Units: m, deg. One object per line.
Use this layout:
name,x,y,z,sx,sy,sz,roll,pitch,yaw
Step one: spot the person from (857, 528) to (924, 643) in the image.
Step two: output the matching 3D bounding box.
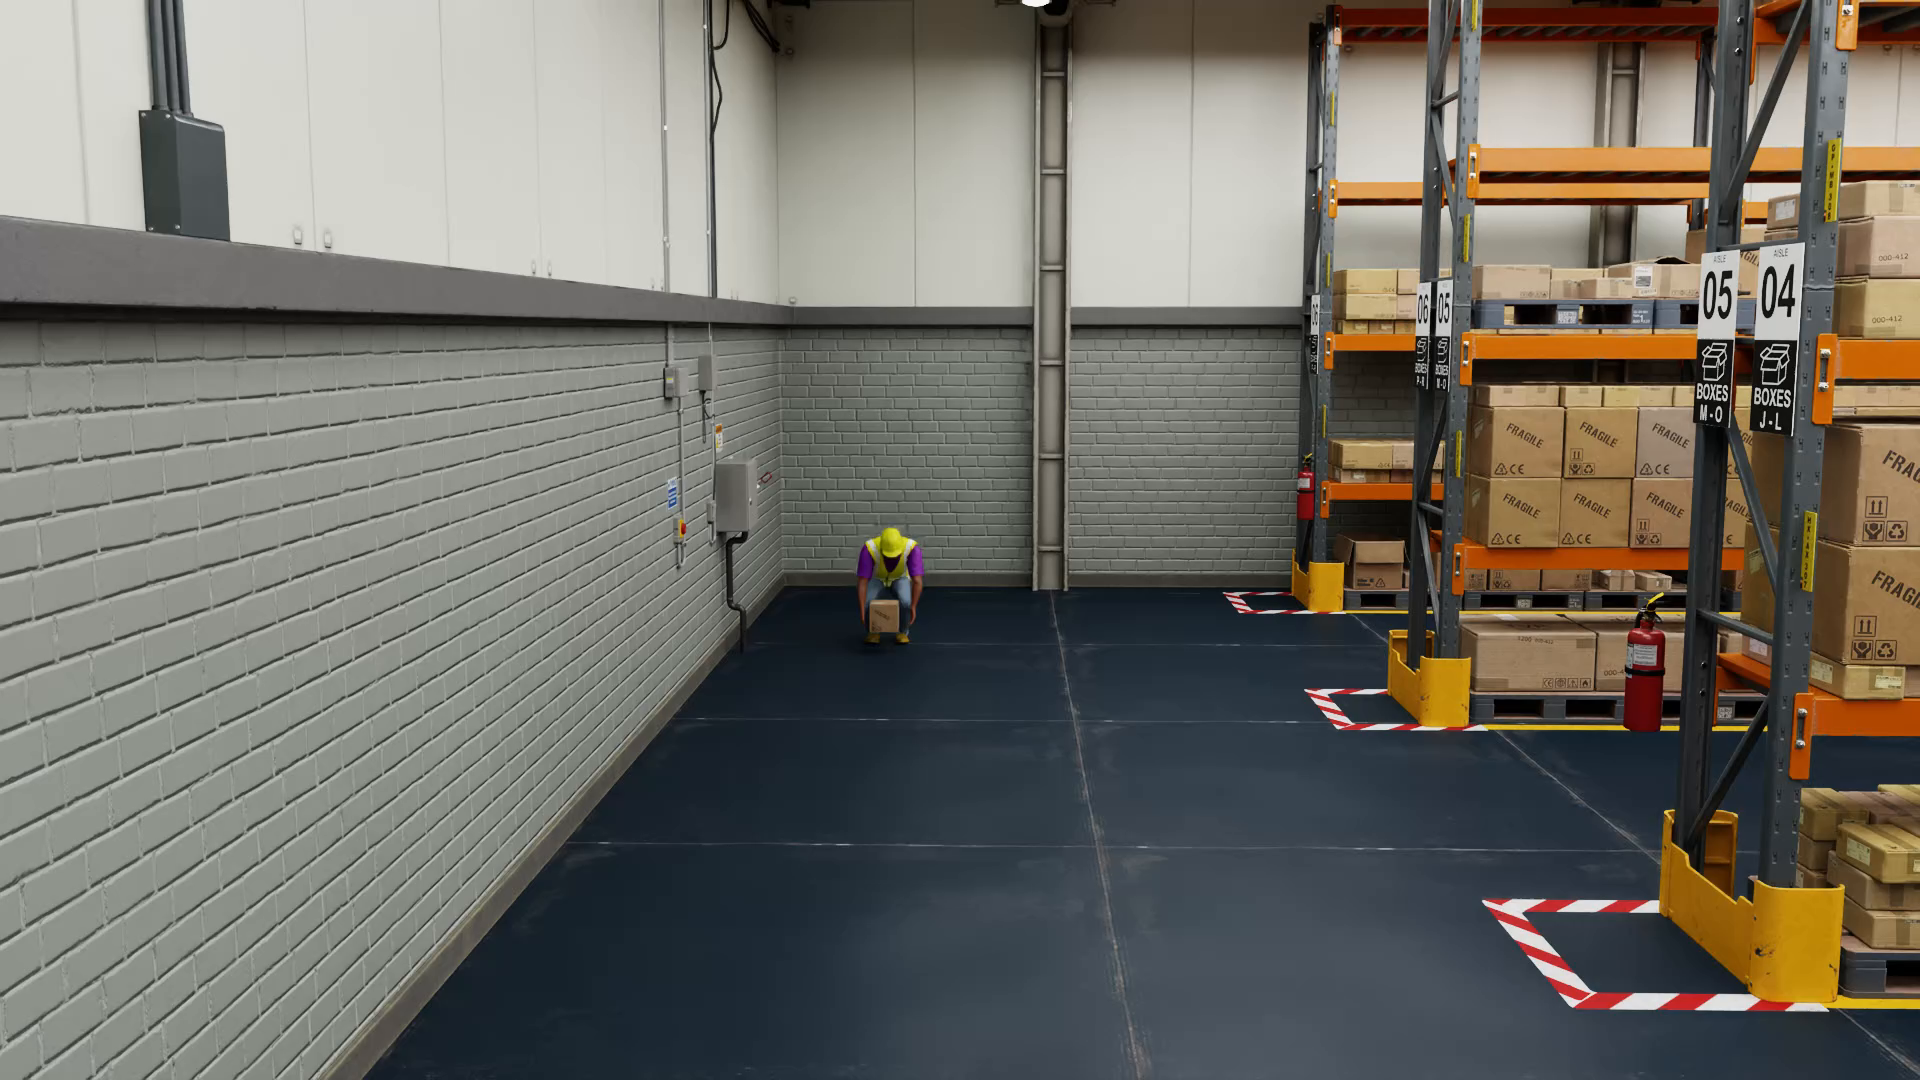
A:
person,-0.622,0.402,15.120,0.603,1.111,0.860,0,7,1
